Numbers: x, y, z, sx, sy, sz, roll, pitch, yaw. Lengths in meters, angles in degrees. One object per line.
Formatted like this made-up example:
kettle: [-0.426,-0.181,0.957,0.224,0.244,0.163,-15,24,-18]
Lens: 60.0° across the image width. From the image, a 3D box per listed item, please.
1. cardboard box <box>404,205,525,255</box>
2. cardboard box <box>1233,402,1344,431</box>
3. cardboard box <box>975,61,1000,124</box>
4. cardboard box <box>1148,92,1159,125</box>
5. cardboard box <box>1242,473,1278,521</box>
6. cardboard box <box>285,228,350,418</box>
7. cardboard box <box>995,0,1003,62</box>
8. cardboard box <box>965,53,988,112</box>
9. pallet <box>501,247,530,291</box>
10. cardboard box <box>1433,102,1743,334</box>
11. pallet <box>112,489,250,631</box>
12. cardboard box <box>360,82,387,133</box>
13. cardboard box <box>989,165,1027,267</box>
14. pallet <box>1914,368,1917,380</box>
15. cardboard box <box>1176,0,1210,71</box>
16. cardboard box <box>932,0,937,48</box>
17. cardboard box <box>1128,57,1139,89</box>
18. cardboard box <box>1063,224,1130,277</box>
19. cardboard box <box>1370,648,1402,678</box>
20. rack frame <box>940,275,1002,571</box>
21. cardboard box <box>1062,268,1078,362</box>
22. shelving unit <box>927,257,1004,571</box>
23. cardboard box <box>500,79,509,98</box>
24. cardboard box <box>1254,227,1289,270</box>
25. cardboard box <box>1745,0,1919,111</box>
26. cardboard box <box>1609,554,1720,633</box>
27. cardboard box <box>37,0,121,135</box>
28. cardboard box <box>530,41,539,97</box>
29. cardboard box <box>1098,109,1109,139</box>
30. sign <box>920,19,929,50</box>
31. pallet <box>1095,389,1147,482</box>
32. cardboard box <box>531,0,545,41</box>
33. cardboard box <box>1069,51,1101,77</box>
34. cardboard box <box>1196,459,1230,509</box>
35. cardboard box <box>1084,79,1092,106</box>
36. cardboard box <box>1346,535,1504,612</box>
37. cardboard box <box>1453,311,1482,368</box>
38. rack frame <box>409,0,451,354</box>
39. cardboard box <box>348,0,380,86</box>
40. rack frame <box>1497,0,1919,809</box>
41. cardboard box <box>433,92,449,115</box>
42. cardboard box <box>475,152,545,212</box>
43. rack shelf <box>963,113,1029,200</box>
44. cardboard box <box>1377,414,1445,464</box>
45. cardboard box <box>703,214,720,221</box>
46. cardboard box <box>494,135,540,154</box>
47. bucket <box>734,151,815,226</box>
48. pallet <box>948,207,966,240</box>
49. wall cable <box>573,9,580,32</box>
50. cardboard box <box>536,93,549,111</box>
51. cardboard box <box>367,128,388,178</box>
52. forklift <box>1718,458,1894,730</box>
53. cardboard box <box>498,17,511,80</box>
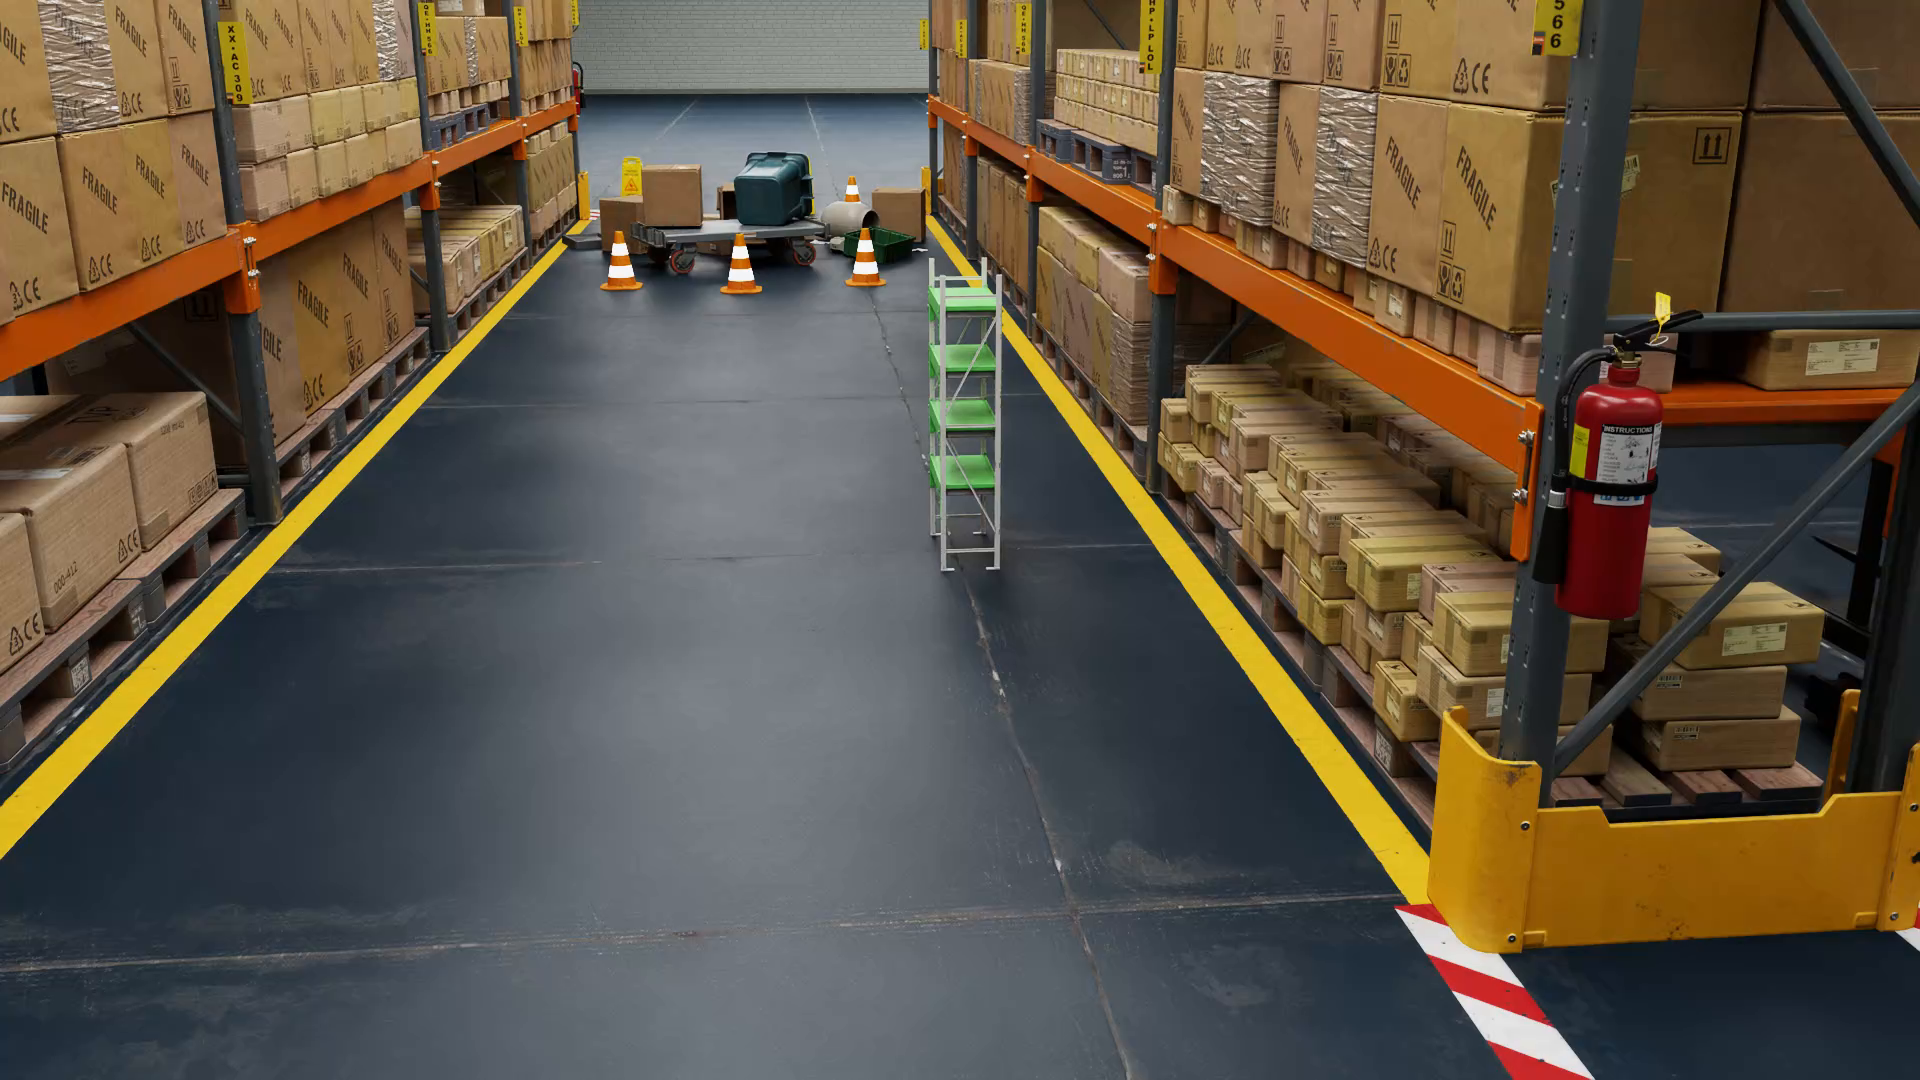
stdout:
cardboard box: [-4.294,-2.662,14.335,0.950,0.372,0.625,-2,17,-5]
cardboard box: [1.311,-0.452,6.673,0.380,0.149,0.250,-2,18,-7]
cardboard box: [0.402,-3.787,14.065,0.500,0.500,0.500,-2,18,-5]
cardboard box: [1.122,-2.085,8.031,0.380,0.149,0.250,-2,18,-5]
cardboard box: [1.276,-0.151,6.212,0.380,0.149,0.250,-2,18,-6]
cardboard box: [-3.770,-1.126,8.602,0.875,0.875,0.875,-1,17,-4]
cardboard box: [0.675,-4.279,13.961,0.700,0.500,0.500,-2,18,-7]
cardboard box: [0.513,-4.236,15.411,0.875,0.550,0.550,-2,18,-6]
pallet: [-4.269,-2.309,14.181,1.003,0.211,1.213,-2,18,-6]
cardboard box: [1.498,-0.795,4.038,0.500,0.500,0.500,-1,17,-5]
pallet: [-3.525,0.071,6.598,1.003,0.211,1.213,-2,18,-6]
cardboard box: [-3.506,-2.406,9.249,0.500,0.250,0.500,-2,18,-7]
cardboard box: [0.812,-2.712,13.863,1.050,0.750,0.750,-2,18,-6]
pallet: [6.048,-1.056,10.188,1.003,0.211,1.213,-2,18,-6]
cardboard box: [1.192,-2.196,6.831,0.500,0.500,0.500,-1,17,-4]
cardboard box: [0.150,-5.722,18.341,0.875,0.550,0.550,-2,18,-6]
cardboard box: [1.072,-2.384,8.489,0.380,0.149,0.250,-2,18,-6]
cardboard box: [0.896,-1.717,9.858,0.500,0.250,0.500,-2,18,-5]
cardboard box: [1.470,0.375,5.033,0.380,0.149,0.250,-2,18,-6]
rack frame: [0.042,-0.450,6.609,0.240,1.200,0.015,-2,18,-6]
cardboard box: [0.907,-1.350,9.940,0.500,0.500,0.500,-2,18,-7]
shelving unit: [0.017,-0.523,6.840,0.258,1.200,0.503,-2,18,-6]
cardboard box: [-4.023,-3.807,14.015,0.380,0.149,0.250,-2,17,-5]
cardboard box: [1.276,-1.066,5.984,0.380,0.149,0.250,-1,17,-3]
cardboard box: [2.018,-1.288,3.940,0.500,0.500,0.500,-2,18,-6]
cardboard box: [1.936,0.151,4.752,0.380,0.149,0.250,-1,17,-5]
cardboard box: [-3.096,-1.578,5.360,0.500,0.500,0.500,-2,17,-5]
cardboard box: [-4.194,-4.350,15.361,0.500,0.500,0.500,-2,18,-6]
cardboard box: [0.985,-2.331,9.314,0.380,0.149,0.250,-2,18,-7]
sign: [-0.402,-5.682,18.690,0.100,0.325,0.005,-2,18,-6]
pallet: [1.306,-0.573,8.649,1.003,0.211,1.213,-2,18,-6]
cardboard box: [-4.211,-4.829,15.218,0.700,0.500,0.500,-2,18,-5]
cardboard box: [0.882,-2.930,10.229,0.380,0.149,0.250,-2,18,-6]
cardboard box: [1.211,-0.241,6.996,0.380,0.149,0.250,-2,18,-6]
cardboard box: [0.937,-2.626,9.754,0.380,0.149,0.250,-2,18,-6]
cardboard box: [1.372,0.097,4.927,0.380,0.149,0.250,-2,18,-7]
cardboard box: [1.497,-0.523,4.256,0.380,0.149,0.250,-2,18,-6]
rack frame: [-3.938,-2.680,10.706,1.000,3.000,0.127,-2,18,-6]
cardboard box: [-3.519,-2.758,9.118,0.500,0.500,0.500,-2,18,-6]
rack frame: [1.800,-0.480,3.697,1.000,3.000,0.127,-2,18,-6]
cardboard box: [-3.765,-3.031,11.543,0.380,0.149,0.250,-3,18,-9]
cardboard box: [-4.143,-3.302,15.325,0.500,0.500,0.500,-1,17,-3]
rack shelf: [0.769,-3.116,13.294,1.077,0.370,4.000,-2,18,-6]
cardboard box: [1.851,-0.391,6.480,0.380,0.149,0.250,-3,18,-8]
cardboard box: [-2.619,-3.375,17.680,0.380,0.149,0.250,8,19,23]
cardboard box: [-4.096,-3.651,15.352,0.380,0.149,0.250,-2,17,-5]
bucket: [-1.744,-3.187,15.250,0.726,0.611,0.620,4,28,13]
pallet: [0.433,-3.318,17.392,1.003,0.211,1.213,-2,18,-6]
wall cable: [-12.607,-15.911,48.019,3.097,2.526,0.112,-2,18,-6]
cardboard box: [-4.186,-4.237,16.085,0.380,0.149,0.250,-2,18,-5]
cardboard box: [-3.523,-2.164,9.311,0.500,0.250,0.500,-2,18,-6]
forklift: [3.319,-0.747,4.664,1.130,2.935,3.031,-3,18,-9]
cardboard box: [-4.075,-4.131,13.963,0.500,0.500,0.500,-2,18,-7]
